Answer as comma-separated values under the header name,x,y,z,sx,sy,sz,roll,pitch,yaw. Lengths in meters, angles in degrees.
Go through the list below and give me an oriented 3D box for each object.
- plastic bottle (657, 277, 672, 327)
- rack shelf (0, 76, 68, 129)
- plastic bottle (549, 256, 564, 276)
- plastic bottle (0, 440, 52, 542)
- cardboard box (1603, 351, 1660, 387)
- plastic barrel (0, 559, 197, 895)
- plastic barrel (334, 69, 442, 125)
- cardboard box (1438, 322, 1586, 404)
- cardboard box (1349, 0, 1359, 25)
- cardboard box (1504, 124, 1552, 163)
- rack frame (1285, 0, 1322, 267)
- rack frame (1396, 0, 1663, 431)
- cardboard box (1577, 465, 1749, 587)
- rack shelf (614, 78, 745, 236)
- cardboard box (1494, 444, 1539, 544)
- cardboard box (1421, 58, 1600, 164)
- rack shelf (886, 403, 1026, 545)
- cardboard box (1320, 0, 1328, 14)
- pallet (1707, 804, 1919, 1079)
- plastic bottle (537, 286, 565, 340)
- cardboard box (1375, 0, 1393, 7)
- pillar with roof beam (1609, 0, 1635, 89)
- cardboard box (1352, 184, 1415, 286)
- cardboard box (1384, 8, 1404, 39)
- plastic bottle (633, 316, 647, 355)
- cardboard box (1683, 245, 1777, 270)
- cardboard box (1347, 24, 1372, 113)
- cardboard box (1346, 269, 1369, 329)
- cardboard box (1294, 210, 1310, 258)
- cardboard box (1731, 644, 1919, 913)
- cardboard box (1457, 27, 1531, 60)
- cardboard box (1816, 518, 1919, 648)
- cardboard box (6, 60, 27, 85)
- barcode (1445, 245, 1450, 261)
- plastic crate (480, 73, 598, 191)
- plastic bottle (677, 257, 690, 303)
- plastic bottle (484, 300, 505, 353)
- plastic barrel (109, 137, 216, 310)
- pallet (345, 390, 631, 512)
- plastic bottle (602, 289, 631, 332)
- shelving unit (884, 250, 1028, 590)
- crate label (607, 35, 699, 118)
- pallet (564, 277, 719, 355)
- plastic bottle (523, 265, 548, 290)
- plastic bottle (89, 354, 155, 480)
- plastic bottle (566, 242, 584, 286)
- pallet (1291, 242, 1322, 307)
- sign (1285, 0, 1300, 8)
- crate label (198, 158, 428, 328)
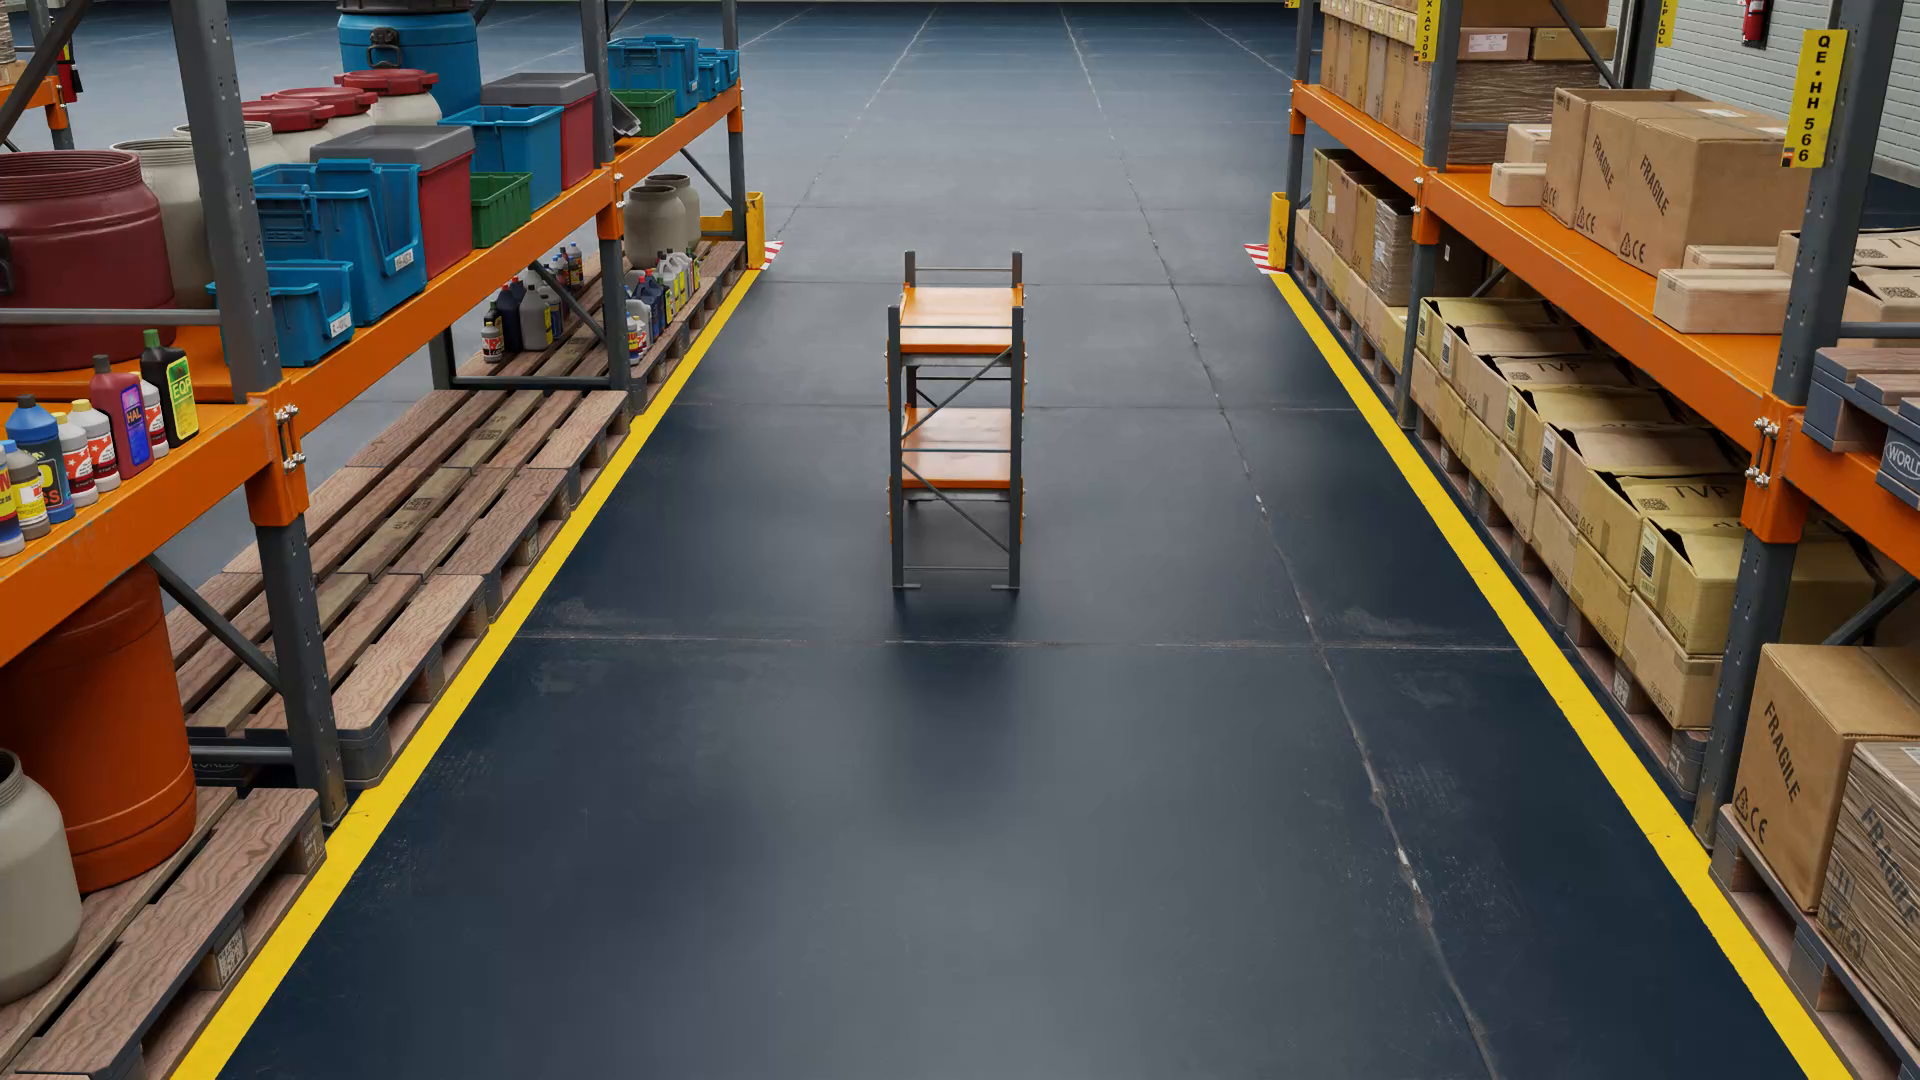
name,x,y,z,sx,sy,sz,roll,pitch,yaw
plastic bottle,-1.711,-1.380,9.585,0.061,0.283,0.133,2,21,4
rack shelf,-7.092,-2.469,10.239,1.077,0.370,4.000,1,21,2
plastic bottle,-2.461,-1.593,10.153,0.097,0.271,0.097,0,21,0
plastic bottle,-1.948,-0.106,3.430,0.097,0.201,0.097,0,21,0
cardboard box,2.996,-0.628,6.945,0.500,0.311,0.500,1,21,1
plastic barrel,-2.322,0.413,4.237,0.600,0.830,0.708,1,21,2
plastic barrel,-2.451,-1.746,7.195,0.433,0.535,0.433,0,21,0
cardboard box,2.466,-0.818,7.436,0.500,0.311,0.500,0,21,1
cardboard box,2.613,-3.253,10.231,0.380,0.149,0.250,0,21,0
cardboard box,2.777,-1.722,7.528,0.500,0.250,0.500,2,21,5
rack frame,2.870,-3.417,11.688,1.000,3.000,0.127,1,21,2
rack frame,2.748,-1.970,7.961,1.000,3.000,0.127,1,21,2
cardboard box,2.406,-0.080,5.533,0.500,0.311,0.500,0,21,1
rack shelf,-2.142,-2.414,10.098,1.077,0.370,4.000,1,21,2
cardboard box,2.442,-0.185,6.580,0.500,0.250,0.500,1,21,3
cardboard box,2.756,-2.178,8.356,0.700,0.500,0.500,0,21,0
rack shelf,0.000,-0.294,6.908,0.538,0.278,1.000,1,21,2
cardboard box,2.643,-3.626,11.193,0.380,0.149,0.250,0,21,1
pallet,2.566,1.045,4.043,1.003,0.211,1.213,1,21,2
plastic bottle,-2.316,-1.274,9.324,0.152,0.276,0.135,1,21,2
cardboard box,2.801,-3.327,9.524,0.700,0.500,0.500,1,21,2
pillar with roof beam,4.727,-10.284,21.093,9.100,9.000,0.400,1,21,2
cardboard box,2.582,-1.765,9.616,0.500,0.500,0.500,1,21,2
cardboard box,2.583,-2.879,9.268,0.380,0.149,0.250,1,21,3
plastic bottle,-1.748,-1.111,9.005,0.097,0.201,0.097,0,21,0
cardboard box,2.609,-0.869,5.469,0.380,0.149,0.250,2,21,6
cardboard box,2.811,-2.925,10.283,0.700,0.500,0.500,1,21,2
cardboard box,2.570,-1.416,9.752,0.500,0.250,0.500,1,21,2
cardboard box,2.631,-2.139,11.616,0.500,0.250,0.500,1,21,2
cardboard box,2.327,0.598,4.190,0.500,0.500,0.500,2,21,4
cardboard box,2.543,-2.420,8.085,0.380,0.149,0.250,1,21,2
cardboard box,2.936,0.114,5.033,0.500,0.311,0.500,1,21,3
cardboard box,-6.834,-3.305,11.746,0.380,0.149,0.250,1,21,2
barcode,2.325,-1.370,7.933,0.001,0.075,0.075,1,21,2
plastic crate,-1.911,-1.878,7.633,0.402,0.464,0.583,1,21,2
plastic bottle,-1.738,-1.598,10.158,0.152,0.276,0.135,0,21,0
plastic bottle,-2.518,-1.143,8.974,0.061,0.283,0.133,2,21,4
plastic barrel,-2.506,-1.006,5.321,0.421,0.512,0.421,0,21,0
pallet,-2.188,-0.442,7.876,1.003,0.211,1.213,1,21,2
plastic bottle,-1.907,-1.285,9.249,0.144,0.351,0.185,1,21,2
shelving unit,0.000,-0.522,6.819,0.538,1.125,1.048,1,21,2
crate label,-1.866,-2.821,10.103,0.502,0.435,0.616,1,21,2
pallet,-2.106,-1.411,10.373,1.003,0.211,1.213,1,21,2
plastic bottle,-2.455,-1.419,9.592,0.144,0.351,0.185,1,21,1
plastic bottle,-1.917,-0.291,3.794,0.061,0.283,0.133,1,21,2
plastic bottle,-2.447,-1.754,10.565,0.097,0.271,0.097,0,21,0
pallet,2.889,-1.840,11.479,1.003,0.211,1.213,1,21,2
sign,2.316,-3.865,11.538,0.100,0.325,0.005,1,21,2
crate label,-2.024,-0.953,5.289,0.502,0.435,0.616,1,21,2
